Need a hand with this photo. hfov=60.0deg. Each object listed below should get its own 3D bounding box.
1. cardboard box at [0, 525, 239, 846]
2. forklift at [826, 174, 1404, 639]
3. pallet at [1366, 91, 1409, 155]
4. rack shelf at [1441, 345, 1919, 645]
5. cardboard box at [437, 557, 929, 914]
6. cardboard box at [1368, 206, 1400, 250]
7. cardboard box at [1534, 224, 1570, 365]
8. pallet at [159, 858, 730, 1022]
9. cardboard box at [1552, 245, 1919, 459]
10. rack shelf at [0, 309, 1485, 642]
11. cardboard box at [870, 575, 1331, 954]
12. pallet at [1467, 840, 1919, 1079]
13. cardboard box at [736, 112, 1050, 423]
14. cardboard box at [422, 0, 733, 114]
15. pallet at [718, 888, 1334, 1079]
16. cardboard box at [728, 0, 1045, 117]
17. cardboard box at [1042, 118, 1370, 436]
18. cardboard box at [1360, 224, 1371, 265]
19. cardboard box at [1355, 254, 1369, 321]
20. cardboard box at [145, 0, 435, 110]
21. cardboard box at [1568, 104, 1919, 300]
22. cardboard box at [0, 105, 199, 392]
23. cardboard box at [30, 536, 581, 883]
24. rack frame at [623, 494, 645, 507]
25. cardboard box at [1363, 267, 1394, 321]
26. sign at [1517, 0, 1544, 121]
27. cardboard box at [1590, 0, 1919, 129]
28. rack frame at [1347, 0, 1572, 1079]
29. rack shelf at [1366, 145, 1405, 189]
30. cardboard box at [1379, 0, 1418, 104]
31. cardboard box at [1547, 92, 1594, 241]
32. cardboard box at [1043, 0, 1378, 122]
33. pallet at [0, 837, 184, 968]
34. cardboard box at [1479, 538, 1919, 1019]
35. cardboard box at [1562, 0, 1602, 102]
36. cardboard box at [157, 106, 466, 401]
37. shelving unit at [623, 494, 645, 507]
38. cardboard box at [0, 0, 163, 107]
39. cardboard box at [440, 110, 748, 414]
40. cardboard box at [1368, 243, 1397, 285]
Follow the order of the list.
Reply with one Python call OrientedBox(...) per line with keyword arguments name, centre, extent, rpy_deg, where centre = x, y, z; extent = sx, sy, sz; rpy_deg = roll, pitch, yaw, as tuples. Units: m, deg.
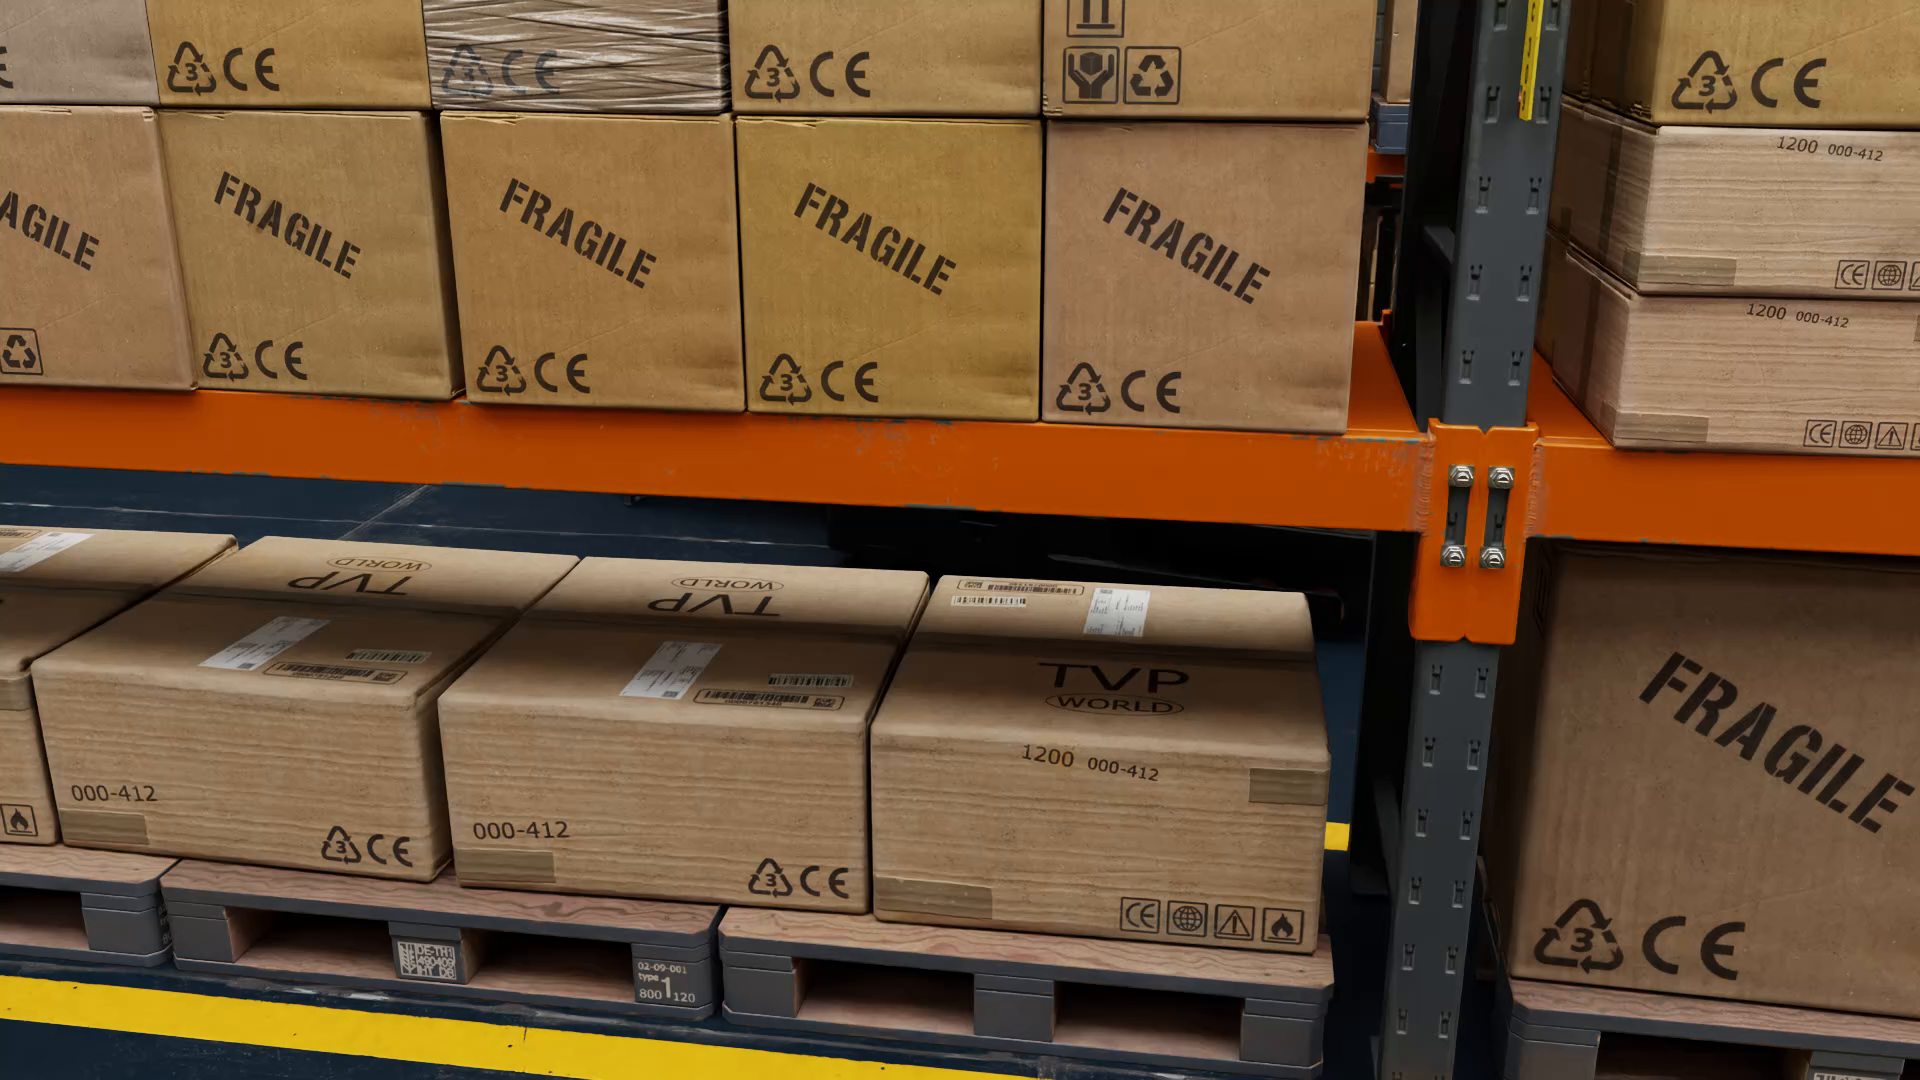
OrientedBox(name="cardboard box", centre=(-2.359, 0.311, 4.023), extent=(0.875, 0.438, 0.875), rpy_deg=(2, 19, 7))
OrientedBox(name="forklift", centre=(1.086, -1.264, 5.462), extent=(3.031, 2.935, 1.130), rpy_deg=(7, 20, 21))
OrientedBox(name="pallet", centre=(2.479, -1.895, 7.543), extent=(1.213, 0.211, 1.003), rpy_deg=(3, 19, 9))
OrientedBox(name="rack shelf", centre=(2.898, -0.064, 2.900), extent=(4.000, 0.370, 1.077), rpy_deg=(3, 19, 9))
OrientedBox(name="cardboard box", centre=(-0.564, 0.400, 3.756), extent=(0.875, 0.438, 0.875), rpy_deg=(2, 19, 7))
OrientedBox(name="cardboard box", centre=(2.029, -1.441, 7.668), extent=(0.250, 0.149, 0.380), rpy_deg=(3, 19, 8))
OrientedBox(name="cardboard box", centre=(1.406, -0.491, 3.279), extent=(0.500, 0.250, 0.500), rpy_deg=(2, 19, 7))
OrientedBox(name="pallet", centre=(-1.023, 0.693, 3.898), extent=(1.213, 0.211, 1.003), rpy_deg=(3, 19, 9))
OrientedBox(name="cardboard box", centre=(1.316, -0.330, 2.797), extent=(0.500, 0.250, 0.500), rpy_deg=(2, 19, 7))
OrientedBox(name="rack shelf", centre=(-1.051, -0.265, 3.502), extent=(4.000, 0.370, 1.077), rpy_deg=(3, 19, 9))
OrientedBox(name="cardboard box", centre=(0.320, 0.445, 3.622), extent=(0.875, 0.438, 0.875), rpy_deg=(3, 19, 8))
OrientedBox(name="pallet", centre=(1.697, 0.832, 3.484), extent=(1.213, 0.211, 1.003), rpy_deg=(3, 19, 9))
OrientedBox(name="cardboard box", centre=(-0.084, -0.520, 2.973), extent=(0.500, 0.500, 0.500), rpy_deg=(2, 19, 7))
OrientedBox(name="cardboard box", centre=(-0.590, -1.015, 2.876), extent=(0.500, 0.500, 0.500), rpy_deg=(3, 19, 9))
OrientedBox(name="pallet", centre=(0.185, 0.754, 3.717), extent=(1.213, 0.211, 1.003), rpy_deg=(3, 19, 9))
OrientedBox(name="cardboard box", centre=(-0.086, -0.992, 2.809), extent=(0.500, 0.500, 0.500), rpy_deg=(3, 19, 8))
OrientedBox(name="cardboard box", centre=(0.425, -0.496, 2.901), extent=(0.500, 0.500, 0.500), rpy_deg=(3, 19, 9))
OrientedBox(name="cardboard box", centre=(2.116, -1.454, 8.177), extent=(0.250, 0.149, 0.380), rpy_deg=(2, 19, 6))
OrientedBox(name="cardboard box", centre=(2.239, -1.142, 8.268), extent=(0.500, 0.500, 0.500), rpy_deg=(3, 19, 8))
OrientedBox(name="cardboard box", centre=(-1.084, -1.043, 2.959), extent=(0.500, 0.500, 0.500), rpy_deg=(3, 19, 9))
OrientedBox(name="cardboard box", centre=(1.313, -0.561, 2.701), extent=(0.500, 0.250, 0.500), rpy_deg=(2, 19, 7))
OrientedBox(name="cardboard box", centre=(-1.594, -0.592, 3.188), extent=(0.500, 0.500, 0.500), rpy_deg=(3, 19, 8))
OrientedBox(name="cardboard box", centre=(-1.454, 0.354, 3.893), extent=(0.875, 0.438, 0.875), rpy_deg=(3, 19, 10))
OrientedBox(name="rack frame", centre=(-1.249, -0.921, 6.693), extent=(0.032, 1.500, 0.500), rpy_deg=(7, 20, 21))
OrientedBox(name="cardboard box", centre=(2.149, -0.980, 7.781), extent=(0.500, 0.500, 0.500), rpy_deg=(4, 19, 11))
OrientedBox(name="sign", centre=(0.837, -0.780, 2.417), extent=(0.005, 0.325, 0.100), rpy_deg=(3, 19, 9))
OrientedBox(name="cardboard box", centre=(1.312, -0.915, 2.577), extent=(0.500, 0.500, 0.500), rpy_deg=(3, 19, 9))
OrientedBox(name="rack frame", centre=(0.923, -0.506, 3.087), extent=(0.127, 3.000, 1.000), rpy_deg=(3, 19, 9))
OrientedBox(name="rack shelf", centre=(3.682, -1.619, 7.548), extent=(4.000, 0.370, 1.077), rpy_deg=(3, 19, 9))
OrientedBox(name="cardboard box", centre=(2.149, -2.213, 7.370), extent=(0.500, 0.500, 0.700), rpy_deg=(3, 19, 10))
OrientedBox(name="cardboard box", centre=(1.397, -0.725, 3.193), extent=(0.500, 0.250, 0.500), rpy_deg=(3, 19, 9))
OrientedBox(name="cardboard box", centre=(0.414, -0.964, 2.725), extent=(0.500, 0.500, 0.500), rpy_deg=(3, 19, 8))
OrientedBox(name="pallet", centre=(-2.224, 0.631, 4.084), extent=(1.213, 0.211, 1.003), rpy_deg=(3, 19, 9))
OrientedBox(name="cardboard box", centre=(1.548, 0.309, 3.339), extent=(0.875, 0.875, 0.875), rpy_deg=(4, 19, 10))
OrientedBox(name="cardboard box", centre=(1.404, -1.083, 3.080), extent=(0.500, 0.500, 0.500), rpy_deg=(4, 19, 10))
OrientedBox(name="cardboard box", centre=(-1.097, -0.572, 3.128), extent=(0.500, 0.500, 0.500), rpy_deg=(4, 19, 10))
OrientedBox(name="shelving unit", centre=(-0.778, -0.861, 6.512), extent=(1.048, 1.500, 0.538), rpy_deg=(7, 20, 21))
OrientedBox(name="cardboard box", centre=(-1.577, -1.068, 3.034), extent=(0.500, 0.500, 0.500), rpy_deg=(3, 19, 8))
OrientedBox(name="cardboard box", centre=(-0.583, -0.541, 3.035), extent=(0.500, 0.500, 0.500), rpy_deg=(3, 19, 8))
OrientedBox(name="cardboard box", centre=(2.019, -1.281, 7.659), extent=(0.250, 0.149, 0.380), rpy_deg=(4, 19, 11))
